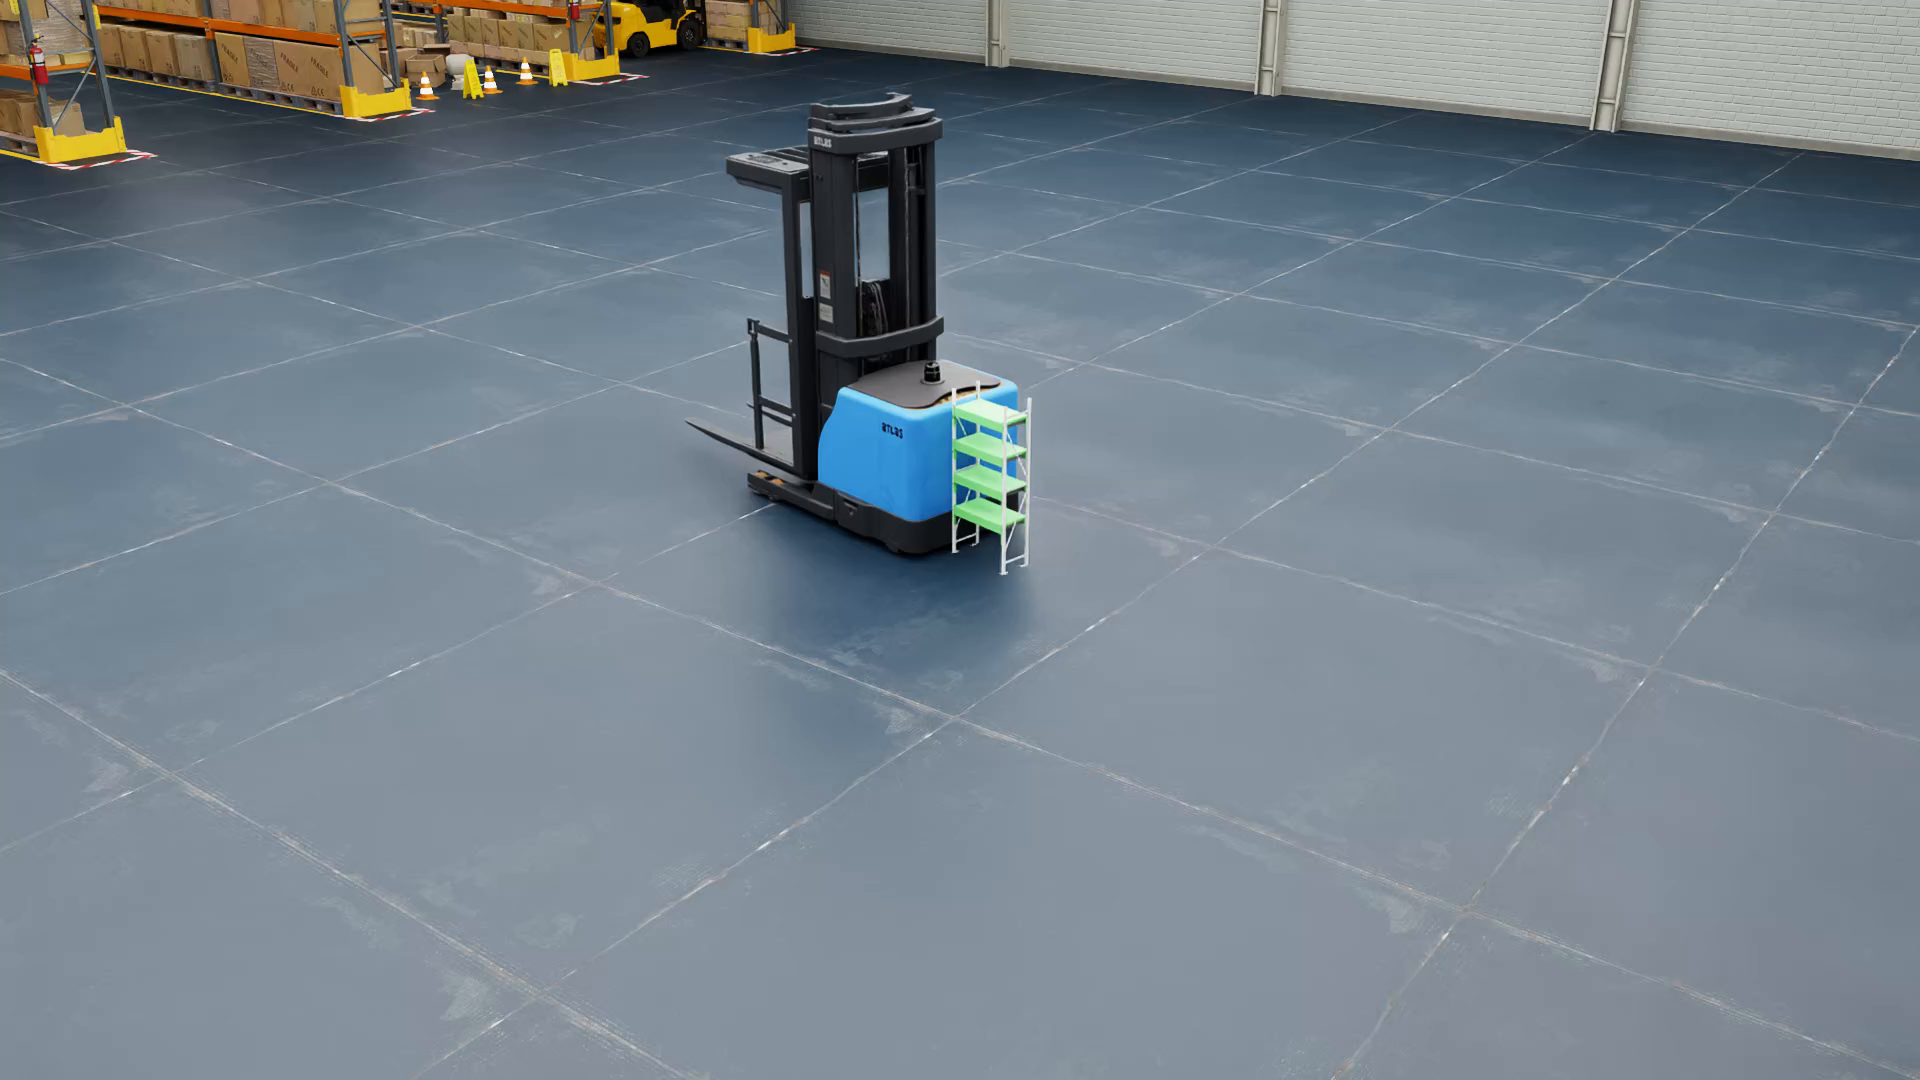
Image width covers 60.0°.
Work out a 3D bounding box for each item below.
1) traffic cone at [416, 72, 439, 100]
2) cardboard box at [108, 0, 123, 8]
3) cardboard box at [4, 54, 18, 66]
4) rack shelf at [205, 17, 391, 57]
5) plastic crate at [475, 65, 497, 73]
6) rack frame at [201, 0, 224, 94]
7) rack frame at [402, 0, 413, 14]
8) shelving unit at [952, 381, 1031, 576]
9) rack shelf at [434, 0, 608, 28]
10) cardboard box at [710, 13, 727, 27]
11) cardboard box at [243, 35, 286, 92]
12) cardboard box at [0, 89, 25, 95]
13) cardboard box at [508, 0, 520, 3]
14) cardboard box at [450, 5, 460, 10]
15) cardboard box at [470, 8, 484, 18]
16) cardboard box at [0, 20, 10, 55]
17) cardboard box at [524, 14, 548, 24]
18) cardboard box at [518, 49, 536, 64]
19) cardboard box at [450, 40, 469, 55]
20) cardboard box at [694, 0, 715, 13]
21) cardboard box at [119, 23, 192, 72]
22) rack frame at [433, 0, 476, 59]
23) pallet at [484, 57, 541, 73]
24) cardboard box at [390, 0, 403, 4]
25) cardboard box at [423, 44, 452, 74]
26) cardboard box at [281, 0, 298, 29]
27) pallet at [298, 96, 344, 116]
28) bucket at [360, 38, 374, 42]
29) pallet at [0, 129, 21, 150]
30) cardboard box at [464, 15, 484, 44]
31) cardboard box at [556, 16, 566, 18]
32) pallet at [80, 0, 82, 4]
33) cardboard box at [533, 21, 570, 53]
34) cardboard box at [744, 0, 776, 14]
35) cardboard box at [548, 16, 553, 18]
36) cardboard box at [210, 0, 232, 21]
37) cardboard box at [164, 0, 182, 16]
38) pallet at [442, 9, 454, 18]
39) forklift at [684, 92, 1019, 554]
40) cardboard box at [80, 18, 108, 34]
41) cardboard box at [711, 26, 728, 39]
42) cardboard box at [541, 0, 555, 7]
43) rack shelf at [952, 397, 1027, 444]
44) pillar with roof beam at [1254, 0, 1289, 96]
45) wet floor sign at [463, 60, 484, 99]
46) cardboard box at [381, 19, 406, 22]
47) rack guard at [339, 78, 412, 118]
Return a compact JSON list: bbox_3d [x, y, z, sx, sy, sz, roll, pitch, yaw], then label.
[{"bbox_3d":[-9.464,-8.060,29.470,0.334,0.463,0.336,17,29,33],"label":"traffic cone"},{"bbox_3d":[-15.687,-10.297,31.277,0.500,0.500,0.500,17,29,33],"label":"cardboard box"},{"bbox_3d":[-13.729,-7.051,24.344,0.250,0.149,0.380,17,29,33],"label":"cardboard box"},{"bbox_3d":[-11.491,-8.789,28.870,4.000,0.370,1.077,17,29,33],"label":"rack shelf"},{"bbox_3d":[-9.439,-9.243,32.629,0.583,0.080,0.402,7,25,15],"label":"plastic crate"},{"bbox_3d":[-13.092,-9.602,29.823,0.127,3.000,1.000,17,29,33],"label":"rack frame"},{"bbox_3d":[-13.631,-14.760,41.530,0.127,3.000,1.000,17,29,33],"label":"rack frame"},{"bbox_3d":[0.206,-0.415,11.205,0.258,1.200,0.503,-21,31,-39],"label":"shelving unit"},{"bbox_3d":[-8.603,-10.411,32.550,4.000,0.370,1.077,17,29,33],"label":"rack shelf"},{"bbox_3d":[-5.001,-11.163,35.635,0.500,0.250,0.500,16,29,33],"label":"cardboard box"},{"bbox_3d":[-11.907,-8.430,29.278,0.875,0.875,0.875,17,29,34],"label":"cardboard box"},{"bbox_3d":[-14.844,-6.704,25.825,0.500,0.500,0.500,14,27,29],"label":"cardboard box"},{"bbox_3d":[-8.496,-10.449,32.057,0.250,0.149,0.380,16,29,33],"label":"cardboard box"},{"bbox_3d":[-12.139,-13.244,40.668,0.500,0.500,0.500,16,28,31],"label":"cardboard box"},{"bbox_3d":[-9.417,-10.394,32.776,0.250,0.149,0.380,18,30,35],"label":"cardboard box"},{"bbox_3d":[-13.842,-7.465,24.479,0.500,0.500,0.875,17,29,33],"label":"cardboard box"},{"bbox_3d":[-8.134,-10.007,31.896,0.250,0.149,0.380,18,29,35],"label":"cardboard box"},{"bbox_3d":[-8.221,-9.427,32.314,0.500,0.250,0.500,17,29,33],"label":"cardboard box"},{"bbox_3d":[-9.894,-9.928,33.451,0.500,0.250,0.500,15,28,31],"label":"cardboard box"},{"bbox_3d":[-5.406,-11.501,35.782,0.500,0.250,0.500,17,29,34],"label":"cardboard box"},{"bbox_3d":[-15.158,-9.345,31.509,0.750,0.750,1.050,17,29,34],"label":"cardboard box"},{"bbox_3d":[-10.204,-11.224,33.503,0.127,3.000,1.000,17,29,33],"label":"rack frame"},{"bbox_3d":[-8.665,-9.502,33.053,1.213,0.211,1.003,17,29,33],"label":"pallet"},{"bbox_3d":[-14.253,-13.688,42.111,0.250,0.149,0.380,16,28,32],"label":"cardboard box"},{"bbox_3d":[-10.162,-9.383,32.422,0.500,0.500,0.500,-5,24,-12],"label":"cardboard box"},{"bbox_3d":[-11.041,-9.080,28.453,0.550,0.550,0.875,17,29,33],"label":"cardboard box"},{"bbox_3d":[-10.578,-7.527,28.571,1.213,0.211,1.003,17,29,33],"label":"pallet"},{"bbox_3d":[-11.600,-9.511,31.790,0.726,0.611,0.620,-15,18,-30],"label":"bucket"},{"bbox_3d":[-14.608,-6.304,25.796,1.213,0.211,1.003,17,29,33],"label":"pallet"},{"bbox_3d":[-9.458,-10.145,33.015,0.500,0.500,0.500,18,30,35],"label":"cardboard box"},{"bbox_3d":[-8.873,-12.425,38.654,0.625,0.625,0.875,15,28,31],"label":"cardboard box"},{"bbox_3d":[-16.927,-10.619,32.370,1.003,0.211,1.213,17,29,33],"label":"pallet"},{"bbox_3d":[-7.800,-9.643,31.875,0.500,0.500,0.500,17,29,34],"label":"cardboard box"},{"bbox_3d":[-4.300,-11.427,35.615,0.500,0.250,0.500,16,29,33],"label":"cardboard box"},{"bbox_3d":[-8.319,-10.072,32.849,0.500,0.500,0.500,17,29,34],"label":"cardboard box"},{"bbox_3d":[-12.789,-9.585,29.599,0.550,0.550,0.875,17,29,33],"label":"cardboard box"},{"bbox_3d":[-14.074,-9.810,30.170,0.500,0.500,0.500,16,29,33],"label":"cardboard box"},{"bbox_3d":[-11.977,-13.005,41.005,1.213,0.211,1.003,17,29,33],"label":"pallet"},{"bbox_3d":[-0.951,-1.754,12.095,1.130,2.935,3.031,-21,31,-39],"label":"forklift"},{"bbox_3d":[-16.997,-10.042,32.469,0.500,0.250,0.500,16,28,32],"label":"cardboard box"},{"bbox_3d":[-4.987,-10.928,35.720,0.500,0.250,0.500,17,29,33],"label":"cardboard box"},{"bbox_3d":[-7.700,-10.188,31.465,0.250,0.149,0.380,16,29,33],"label":"cardboard box"},{"bbox_3d":[0.206,-0.796,11.037,0.258,0.148,0.480,-21,31,-39],"label":"rack shelf"},{"bbox_3d":[2.975,-10.772,25.038,0.400,9.000,9.100,17,29,33],"label":"pillar with roof beam"},{"bbox_3d":[-8.680,-8.189,29.536,0.232,0.644,0.267,12,26,24],"label":"wet floor sign"},{"bbox_3d":[-12.363,-10.865,35.427,0.625,0.372,0.950,16,28,32],"label":"cardboard box"},{"bbox_3d":[-9.872,-7.485,28.118,0.348,0.500,1.175,17,29,33],"label":"rack guard"}]
